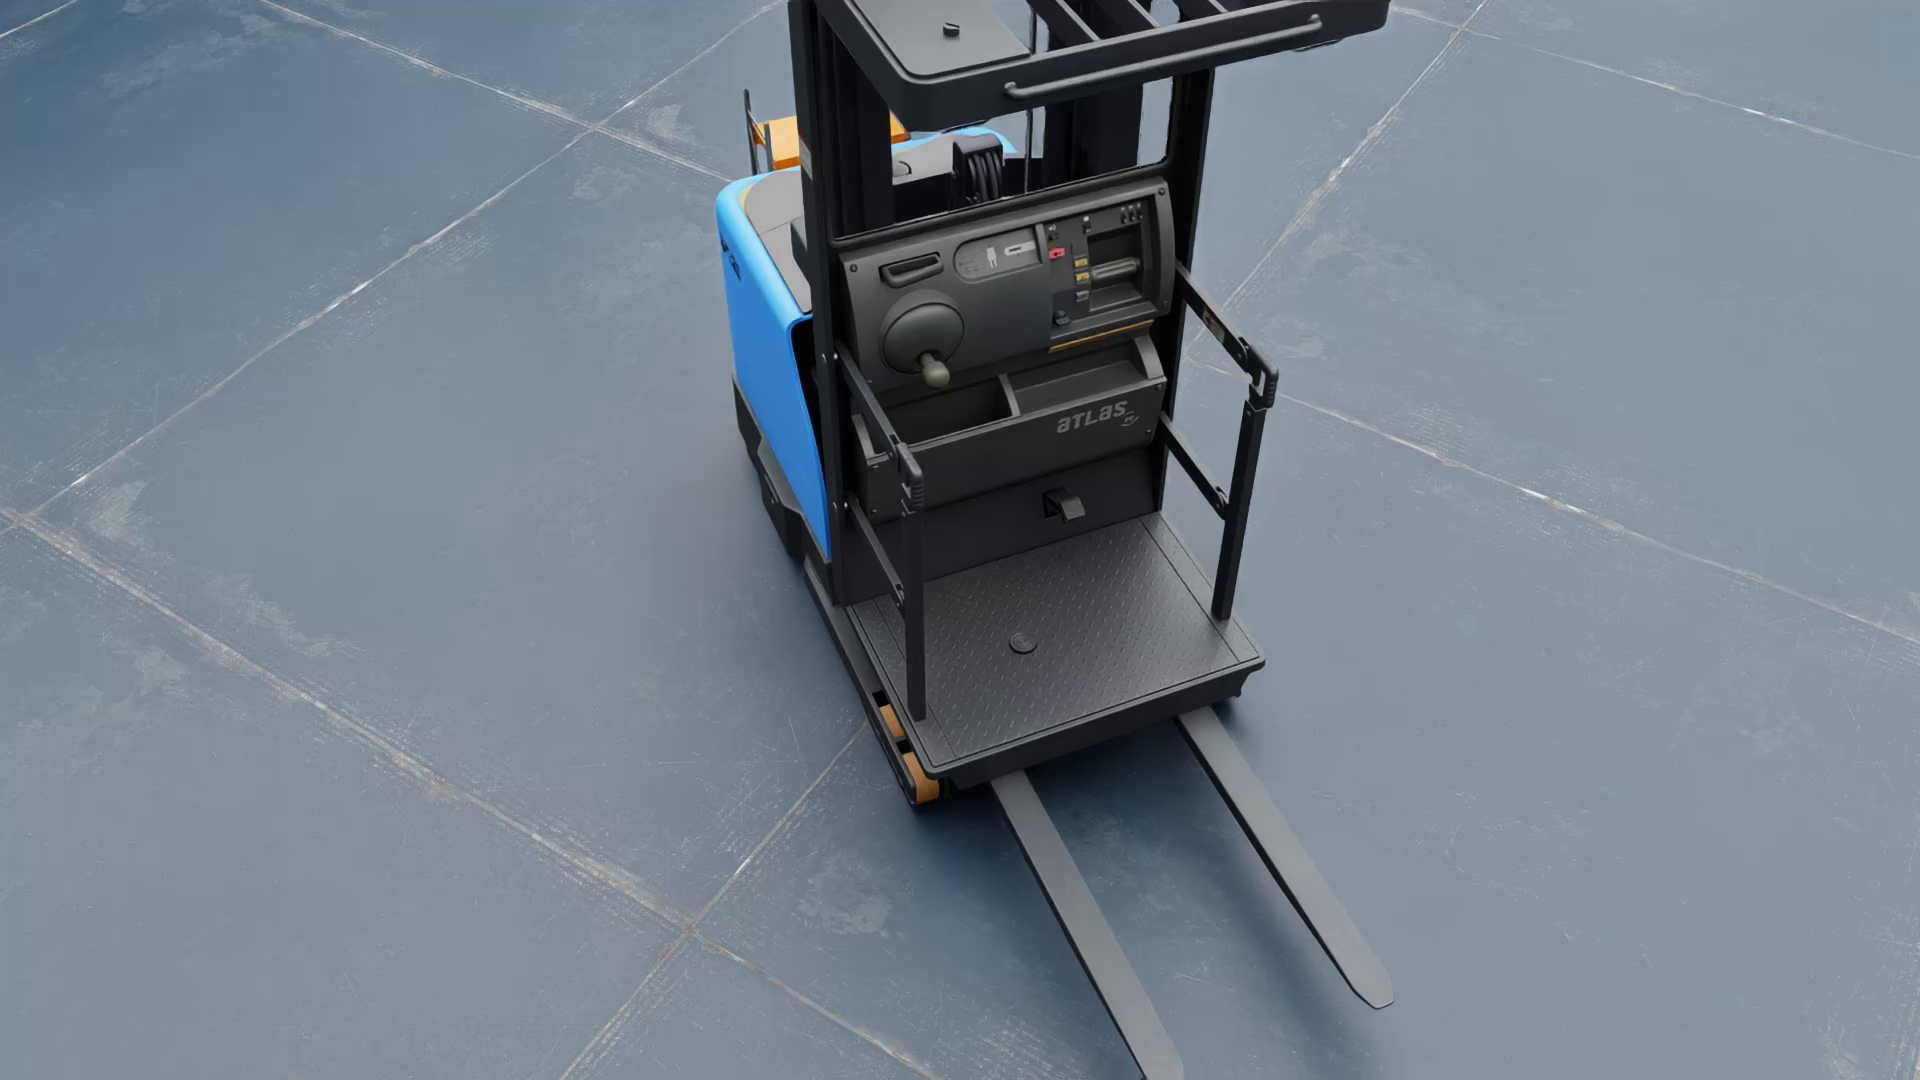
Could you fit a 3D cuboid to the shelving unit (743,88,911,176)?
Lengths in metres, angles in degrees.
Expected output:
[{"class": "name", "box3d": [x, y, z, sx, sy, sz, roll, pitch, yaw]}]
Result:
[{"class": "shelving unit", "box3d": [-0.444, -1.074, 5.956, 0.503, 1.200, 0.258, -17, 48, -16]}]

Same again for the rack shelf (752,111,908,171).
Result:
[{"class": "rack shelf", "box3d": [-0.445, -1.349, 5.675, 0.480, 0.148, 0.258, -17, 48, -16]}]

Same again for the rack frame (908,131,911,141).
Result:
[{"class": "rack frame", "box3d": [-0.219, -1.142, 6.022, 0.015, 1.200, 0.240, -17, 48, -16]}]

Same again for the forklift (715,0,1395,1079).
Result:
[{"class": "forklift", "box3d": [0.229, -0.585, 4.275, 1.130, 2.935, 3.031, -17, 48, -16]}]

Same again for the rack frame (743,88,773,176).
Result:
[{"class": "rack frame", "box3d": [-0.669, -1.006, 5.890, 0.015, 1.200, 0.240, -17, 48, -16]}]
